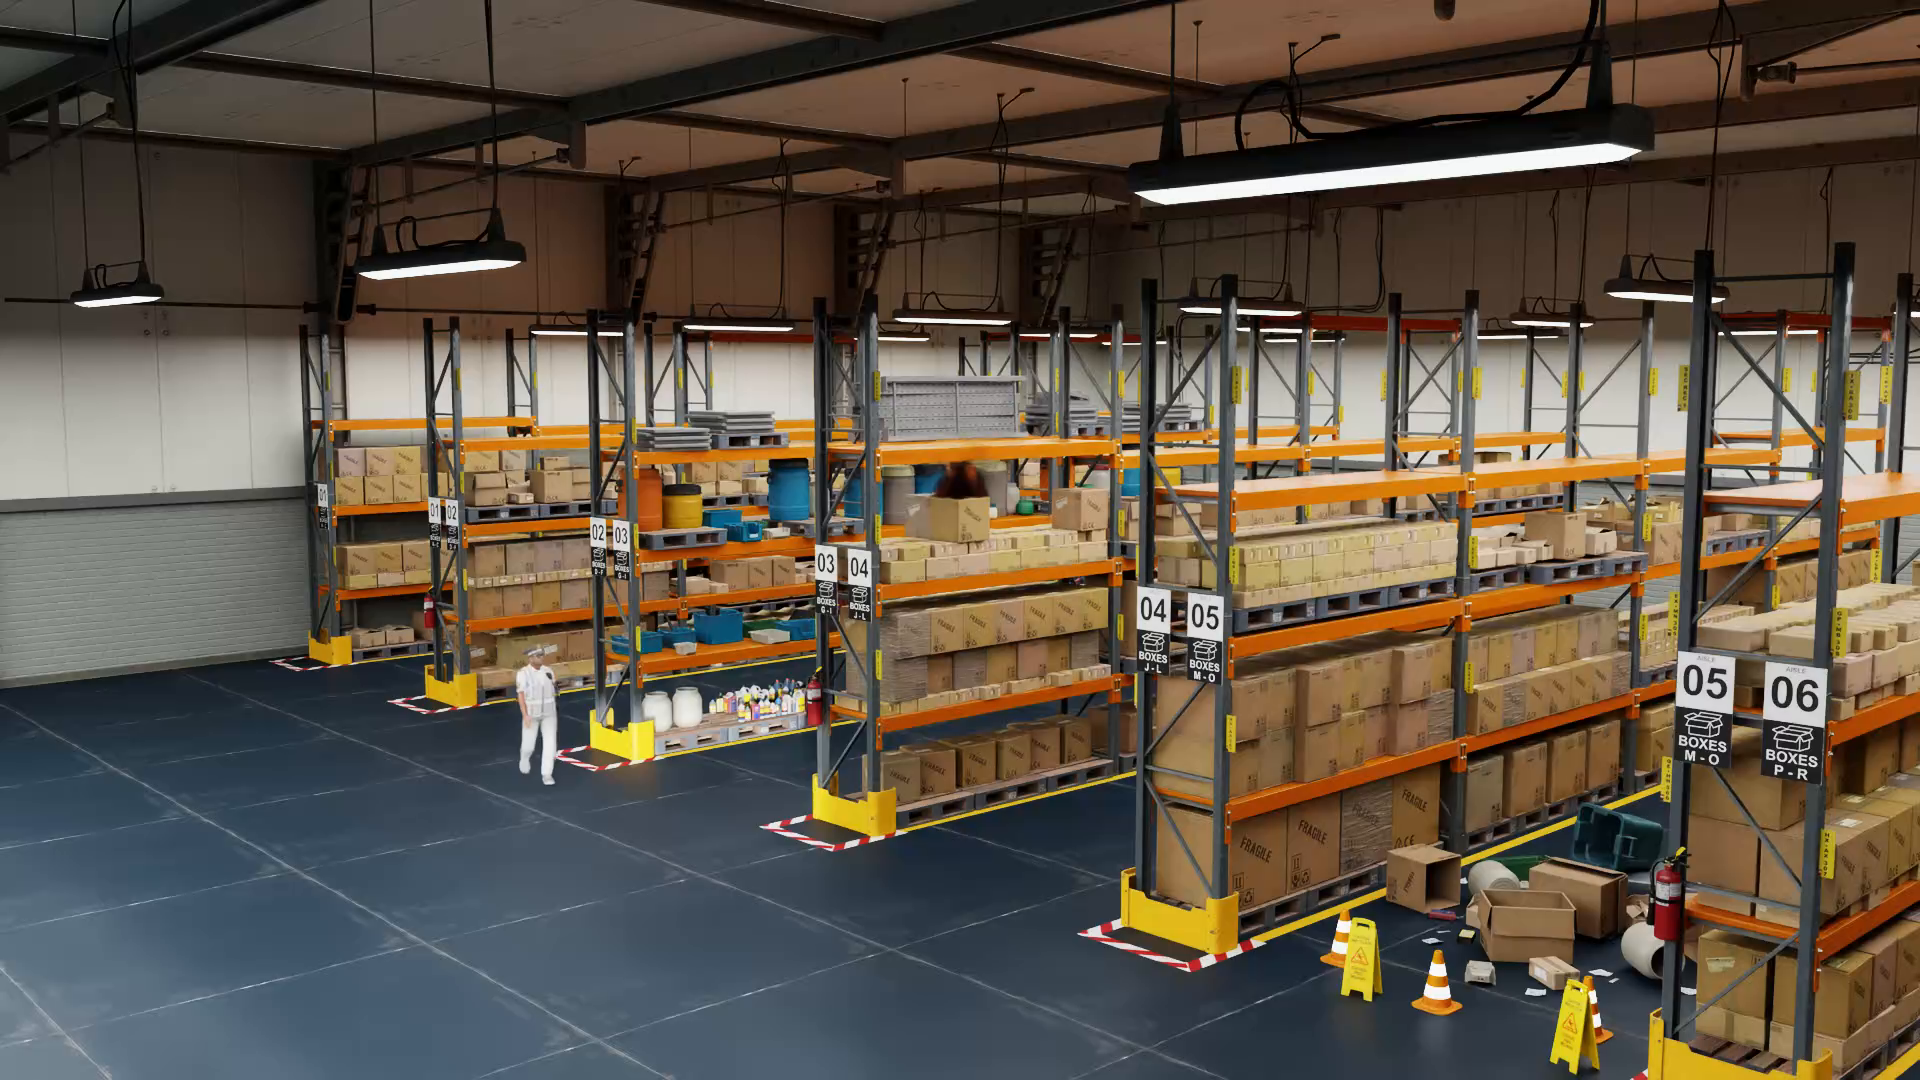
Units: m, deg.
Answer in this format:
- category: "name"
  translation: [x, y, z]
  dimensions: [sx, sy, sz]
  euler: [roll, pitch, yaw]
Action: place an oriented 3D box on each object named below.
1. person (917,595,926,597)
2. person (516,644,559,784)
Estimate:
- category: "person"
  translation: [-0.707, 1.431, 28.828]
  dimensions: [0.935, 1.815, 0.752]
  euler: [-5, 8, -42]
- category: "person"
  translation: [-5.330, 2.166, 20.975]
  dimensions: [0.522, 1.739, 0.751]
  euler: [-2, 6, -22]
